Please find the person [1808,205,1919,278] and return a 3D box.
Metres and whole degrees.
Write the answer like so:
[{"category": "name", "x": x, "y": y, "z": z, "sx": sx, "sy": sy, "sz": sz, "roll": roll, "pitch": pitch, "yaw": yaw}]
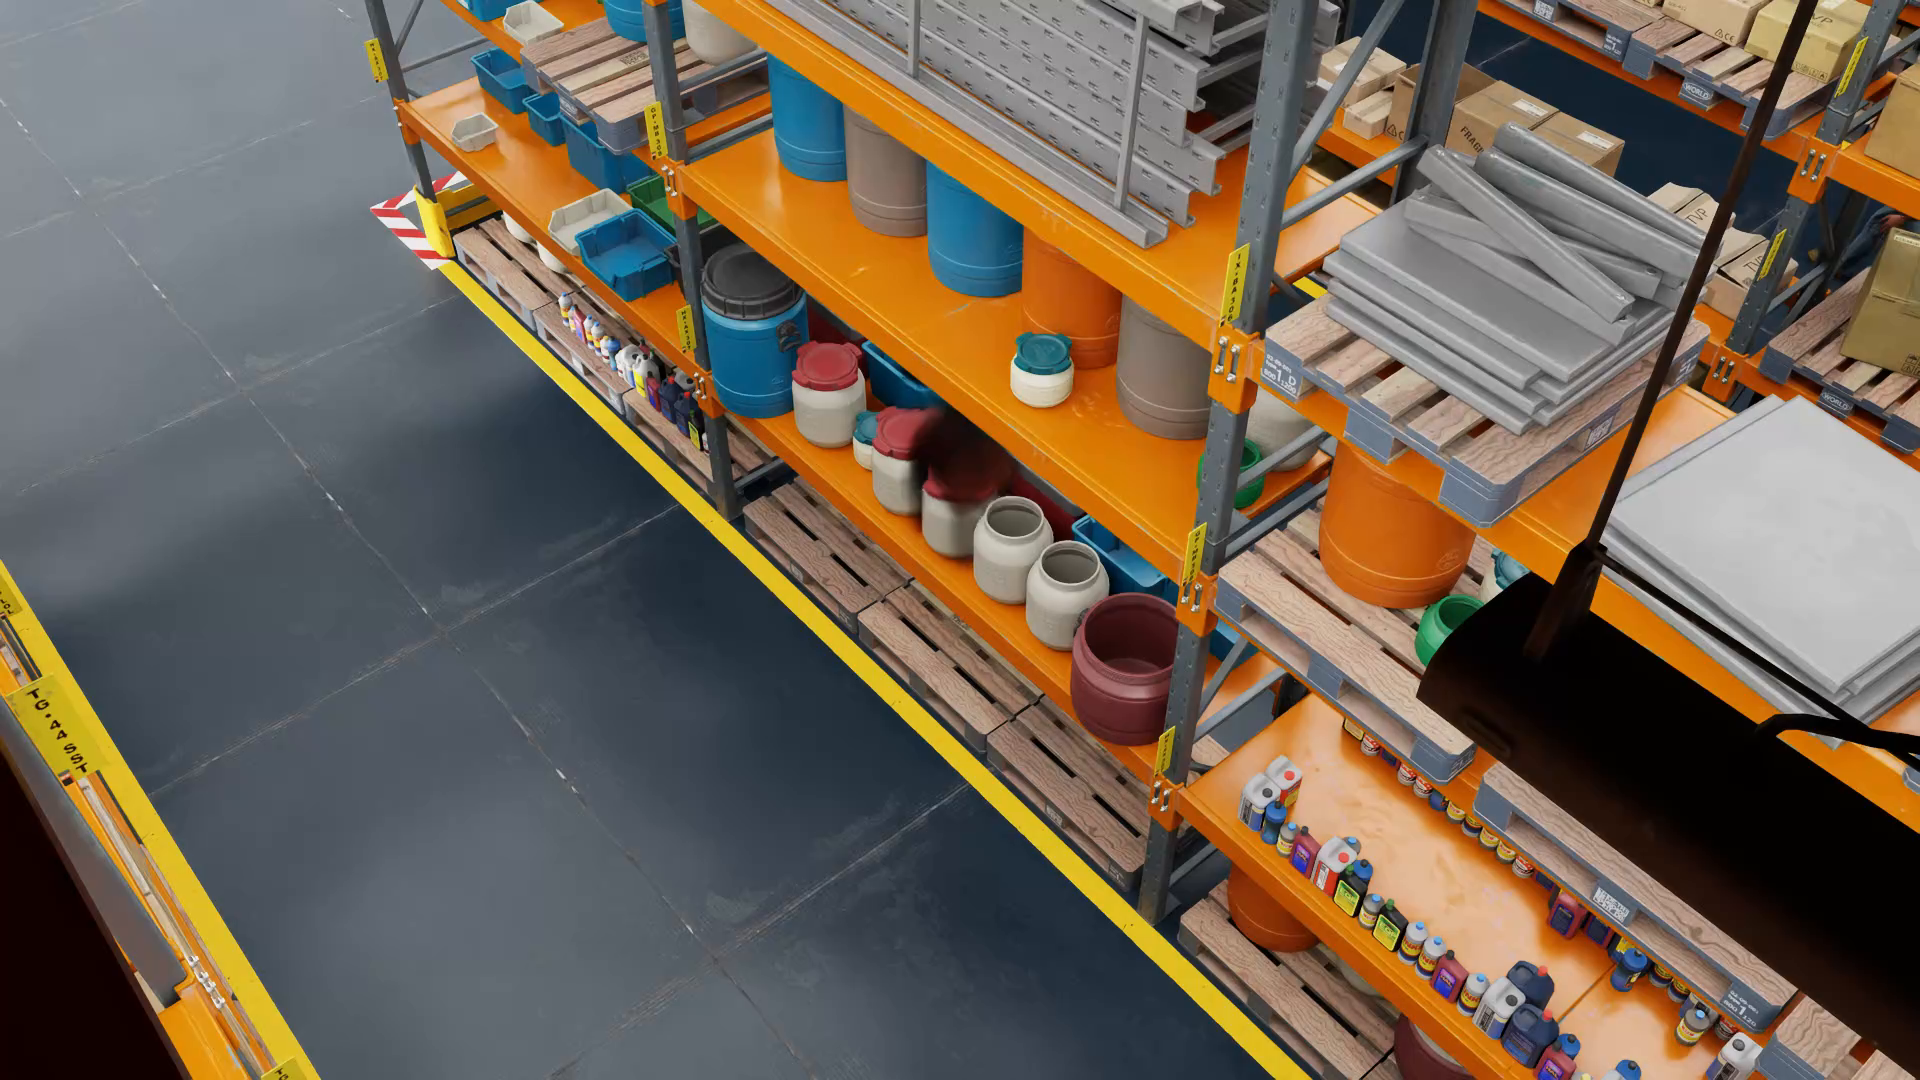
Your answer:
[{"category": "person", "x": 6.997, "y": -2.492, "z": 12.166, "sx": 1.071, "sy": 1.710, "sz": 0.760, "roll": 36, "pitch": 56, "yaw": 29}]
